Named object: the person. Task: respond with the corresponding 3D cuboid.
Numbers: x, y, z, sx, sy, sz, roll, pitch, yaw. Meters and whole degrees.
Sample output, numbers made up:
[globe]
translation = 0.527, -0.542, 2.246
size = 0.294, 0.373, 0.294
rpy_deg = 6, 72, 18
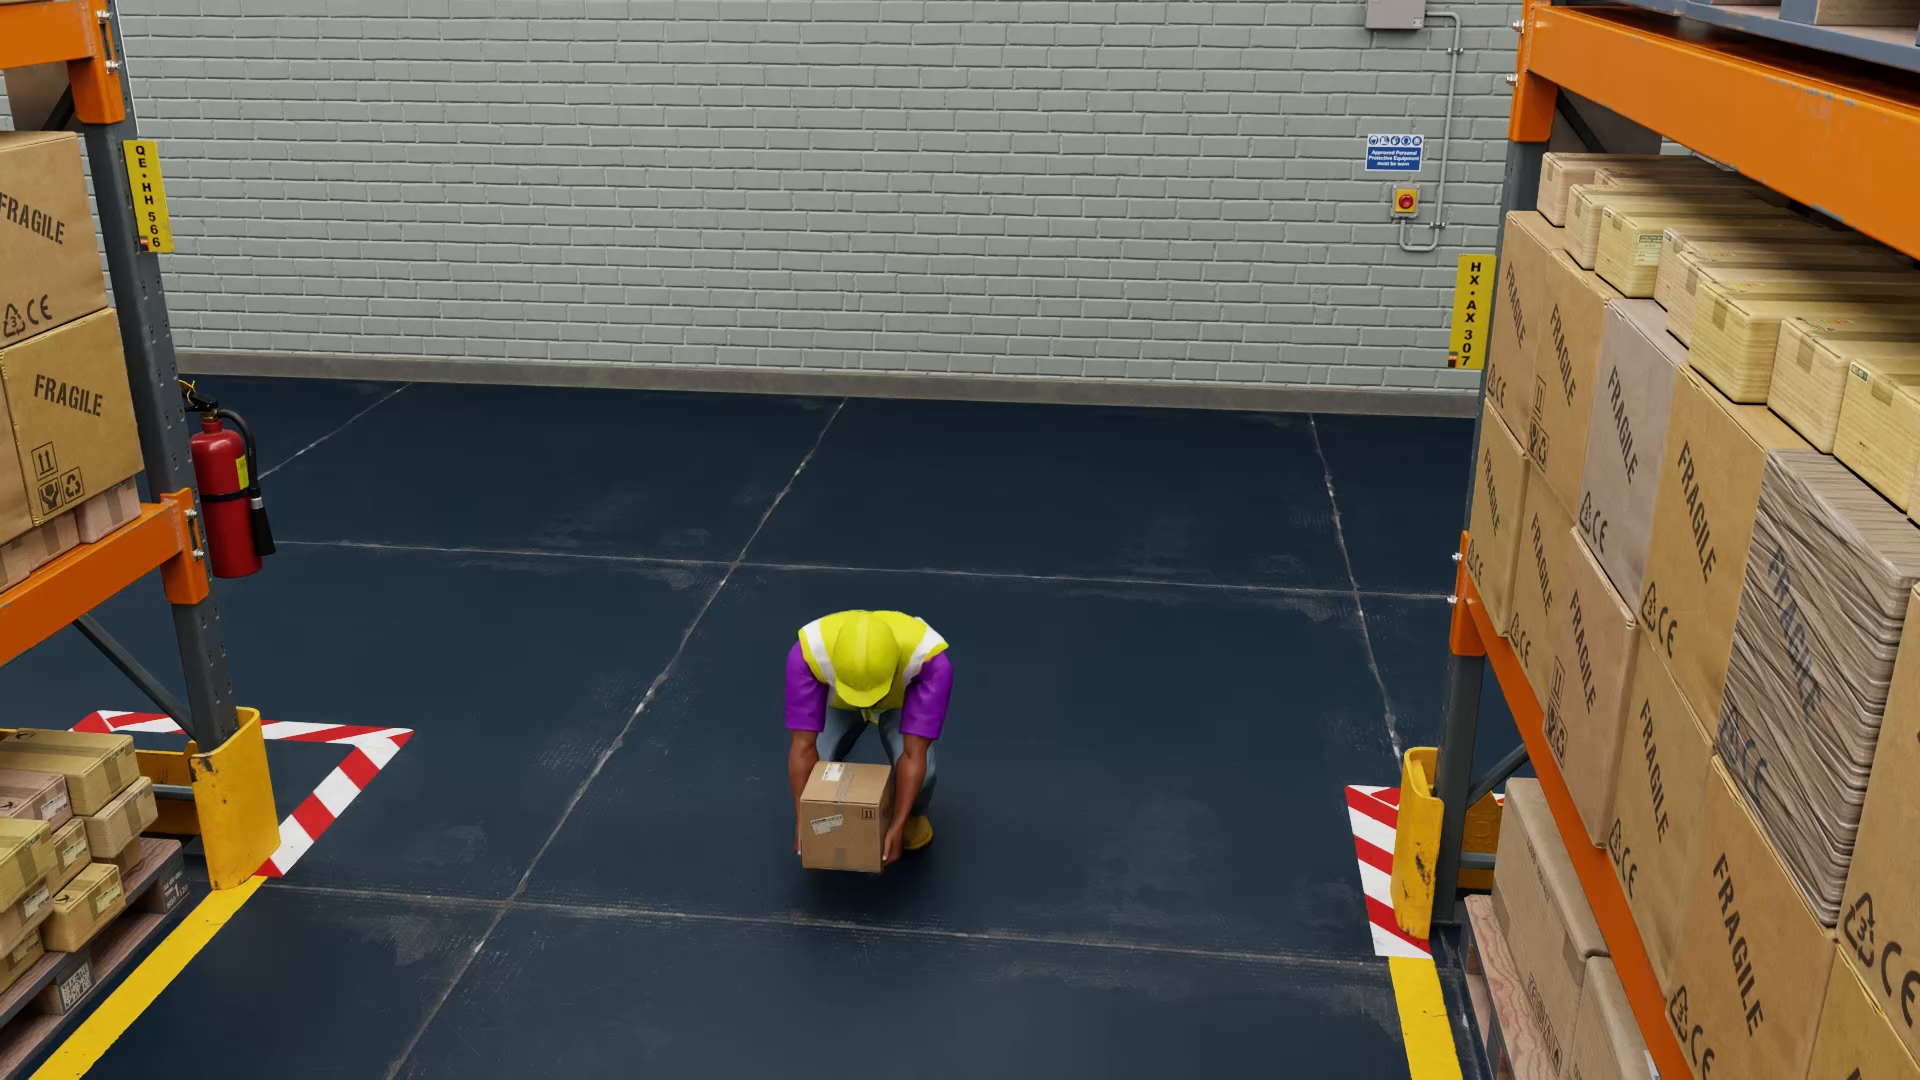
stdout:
[person]
translation = -0.287, 0.601, 5.550
size = 0.542, 1.013, 0.897
rpy_deg = 2, 21, 5
